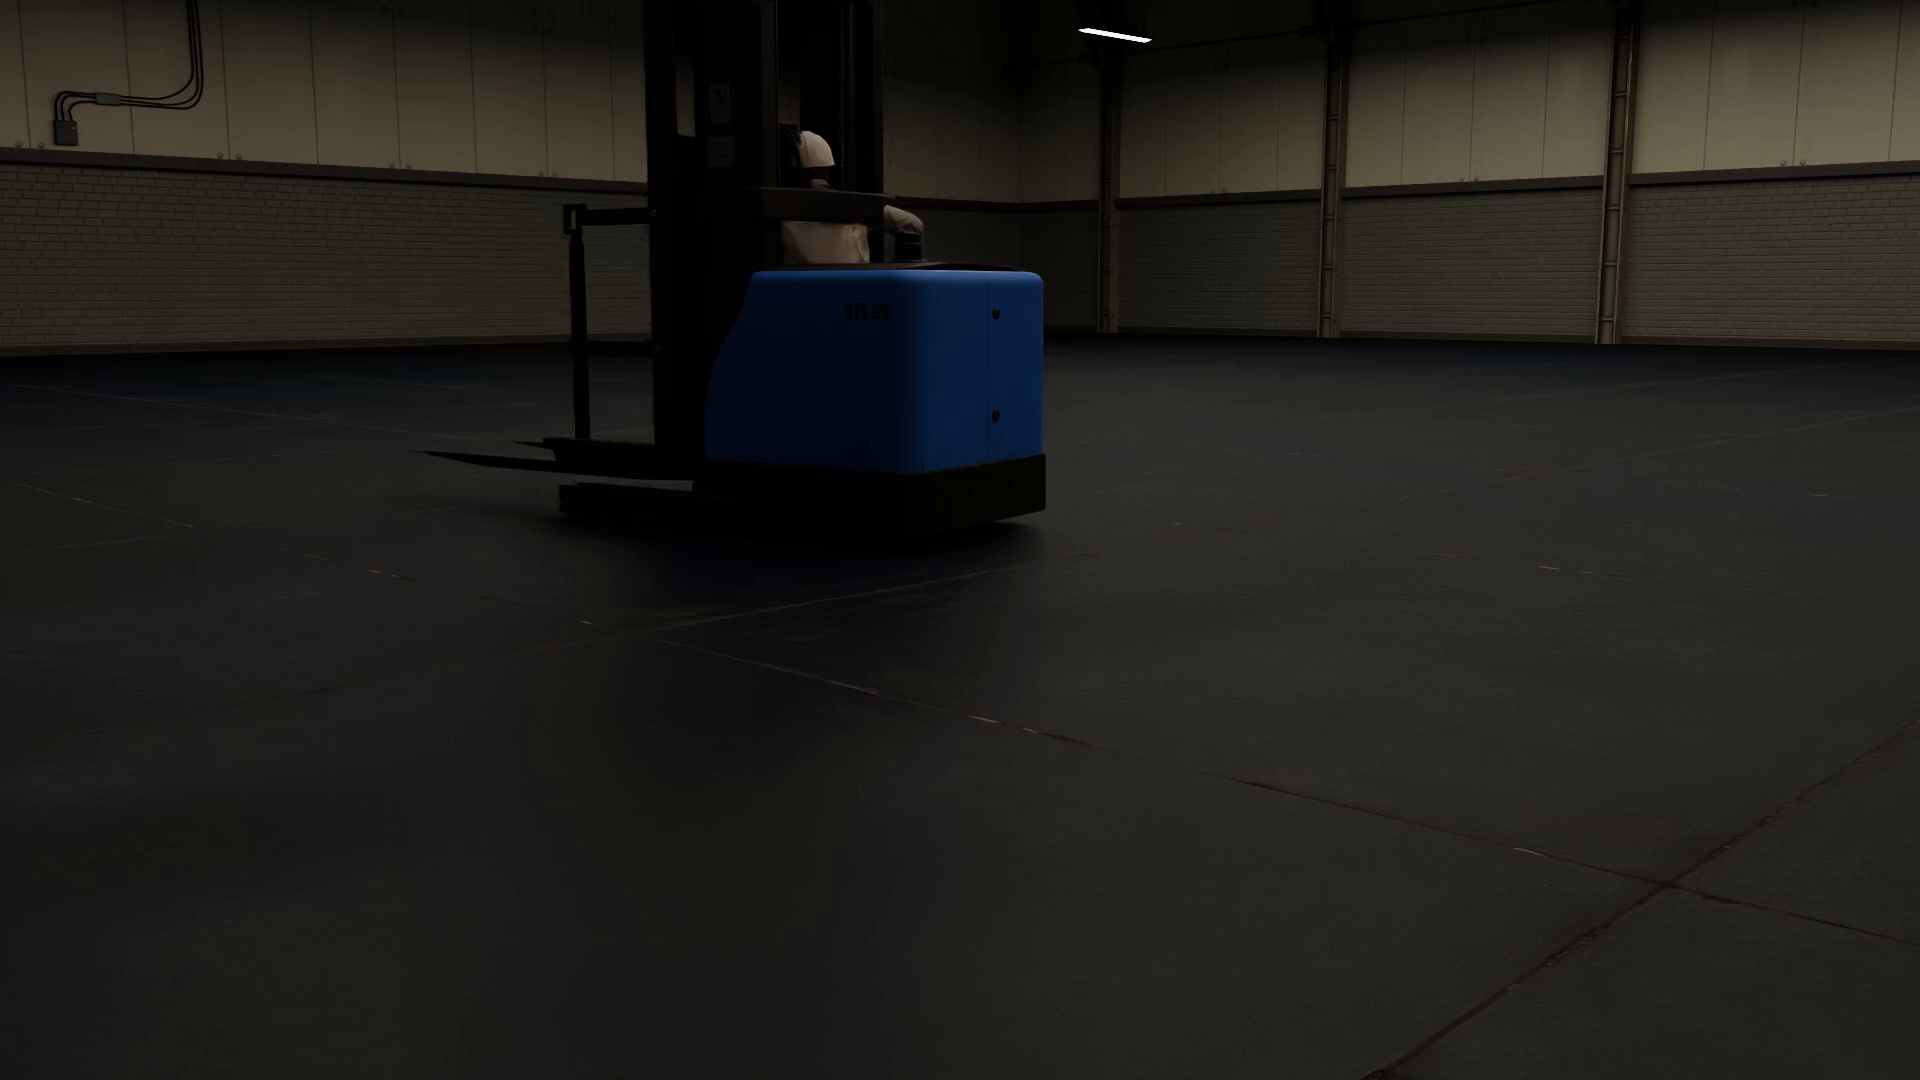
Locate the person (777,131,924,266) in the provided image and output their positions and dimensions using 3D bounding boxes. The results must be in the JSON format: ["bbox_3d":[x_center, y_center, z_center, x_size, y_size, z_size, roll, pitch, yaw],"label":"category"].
[{"bbox_3d":[-0.681,-0.981,7.352,1.019,1.587,0.815,-2,9,-14],"label":"person"}]

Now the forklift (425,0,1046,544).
[{"bbox_3d":[-1.147,-1.575,7.332,3.031,2.935,1.130,6,10,33],"label":"forklift"}]
